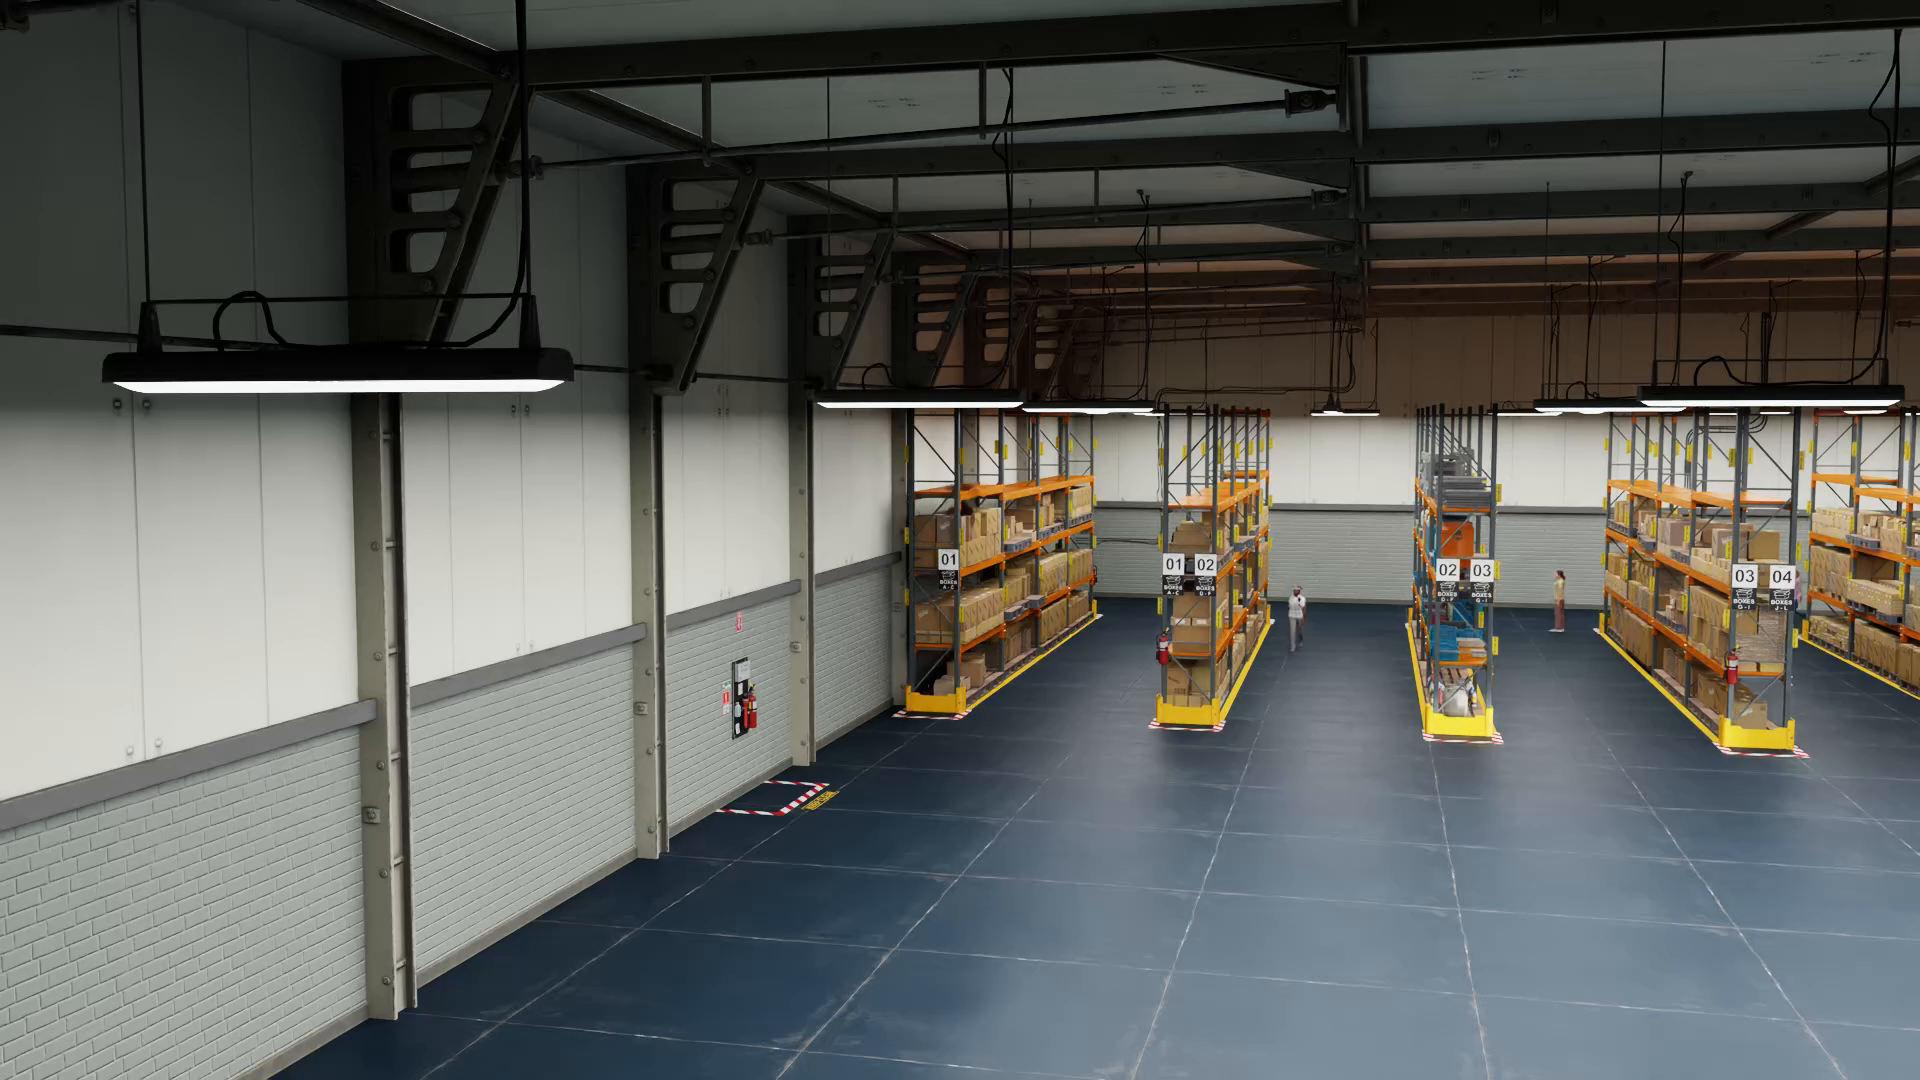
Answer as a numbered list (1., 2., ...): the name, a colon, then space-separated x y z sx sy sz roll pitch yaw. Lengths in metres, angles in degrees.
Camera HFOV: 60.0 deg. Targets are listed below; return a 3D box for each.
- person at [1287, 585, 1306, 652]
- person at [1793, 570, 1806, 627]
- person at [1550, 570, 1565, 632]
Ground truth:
1. person: 8.295 1.906 41.034 0.443 1.630 0.929 1 4 10
2. person: 22.902 1.605 45.499 0.617 1.585 0.423 0 4 5
3. person: 16.045 1.642 44.629 0.368 1.665 0.522 2 4 22
